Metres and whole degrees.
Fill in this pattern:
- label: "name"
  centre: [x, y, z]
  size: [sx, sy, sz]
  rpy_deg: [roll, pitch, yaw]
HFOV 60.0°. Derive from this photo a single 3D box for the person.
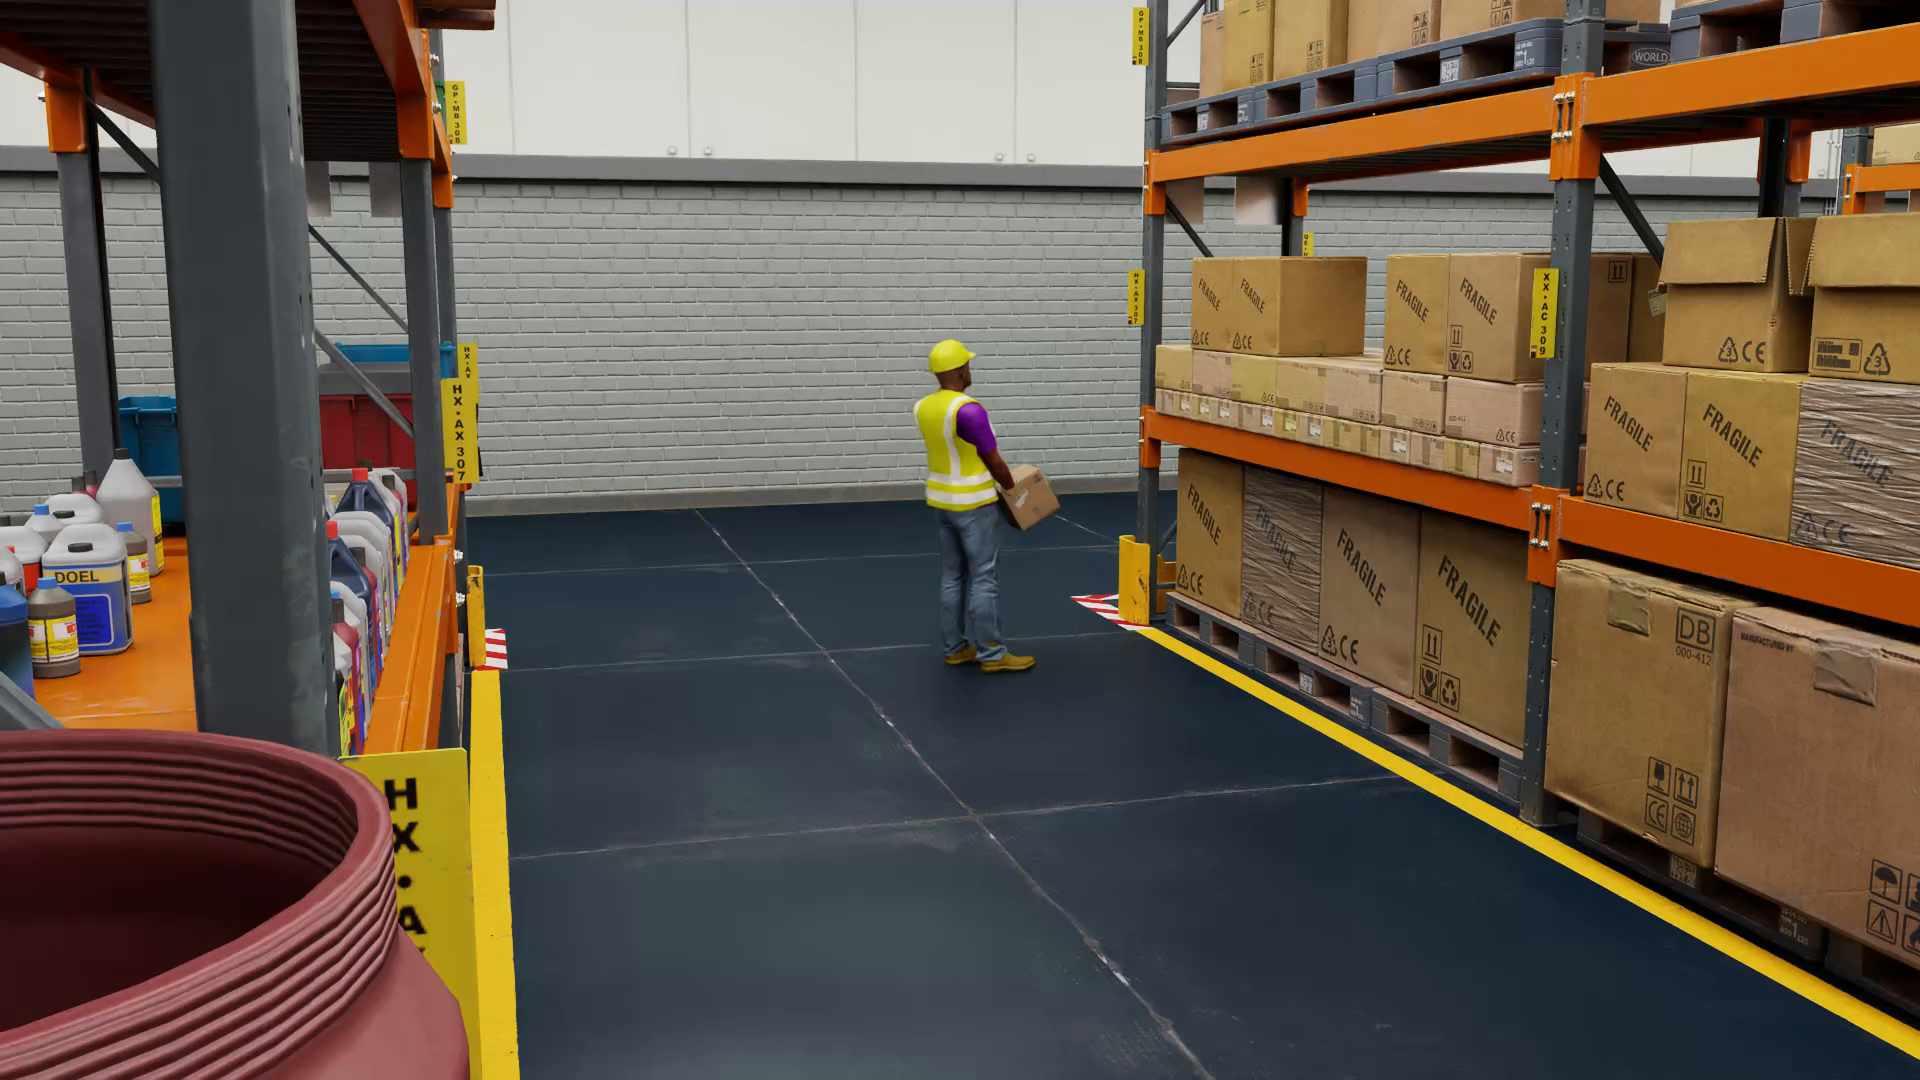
- label: "person"
  centre: [0.074, -0.188, 8.955]
  size: [0.539, 1.767, 0.582]
  rpy_deg: [-7, 11, -36]
